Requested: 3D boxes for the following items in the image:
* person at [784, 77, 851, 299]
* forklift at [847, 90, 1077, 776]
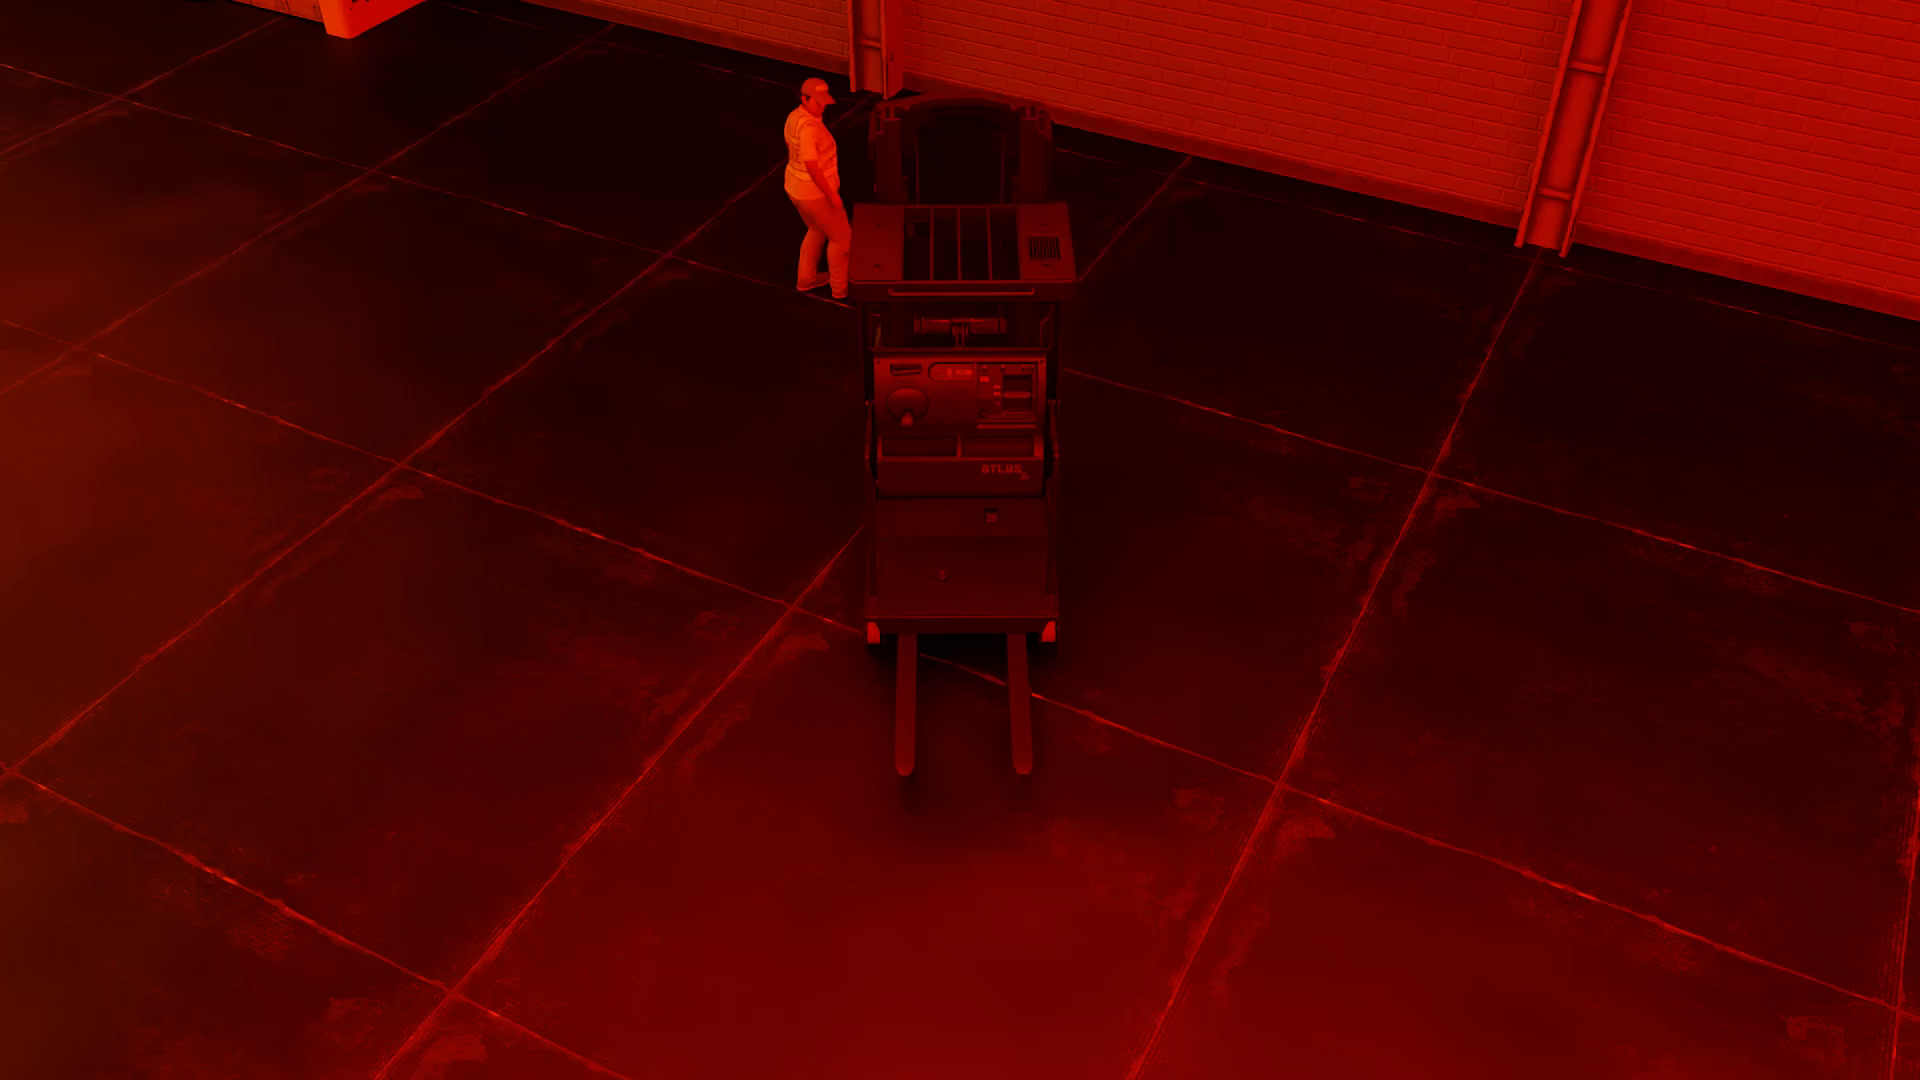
[{"bbox_3d":[-1.004,-2.543,12.008,0.512,1.646,0.686,-20,44,-22],"label":"person"},{"bbox_3d":[0.006,-0.728,8.851,1.130,2.935,3.031,0,40,0],"label":"forklift"}]
